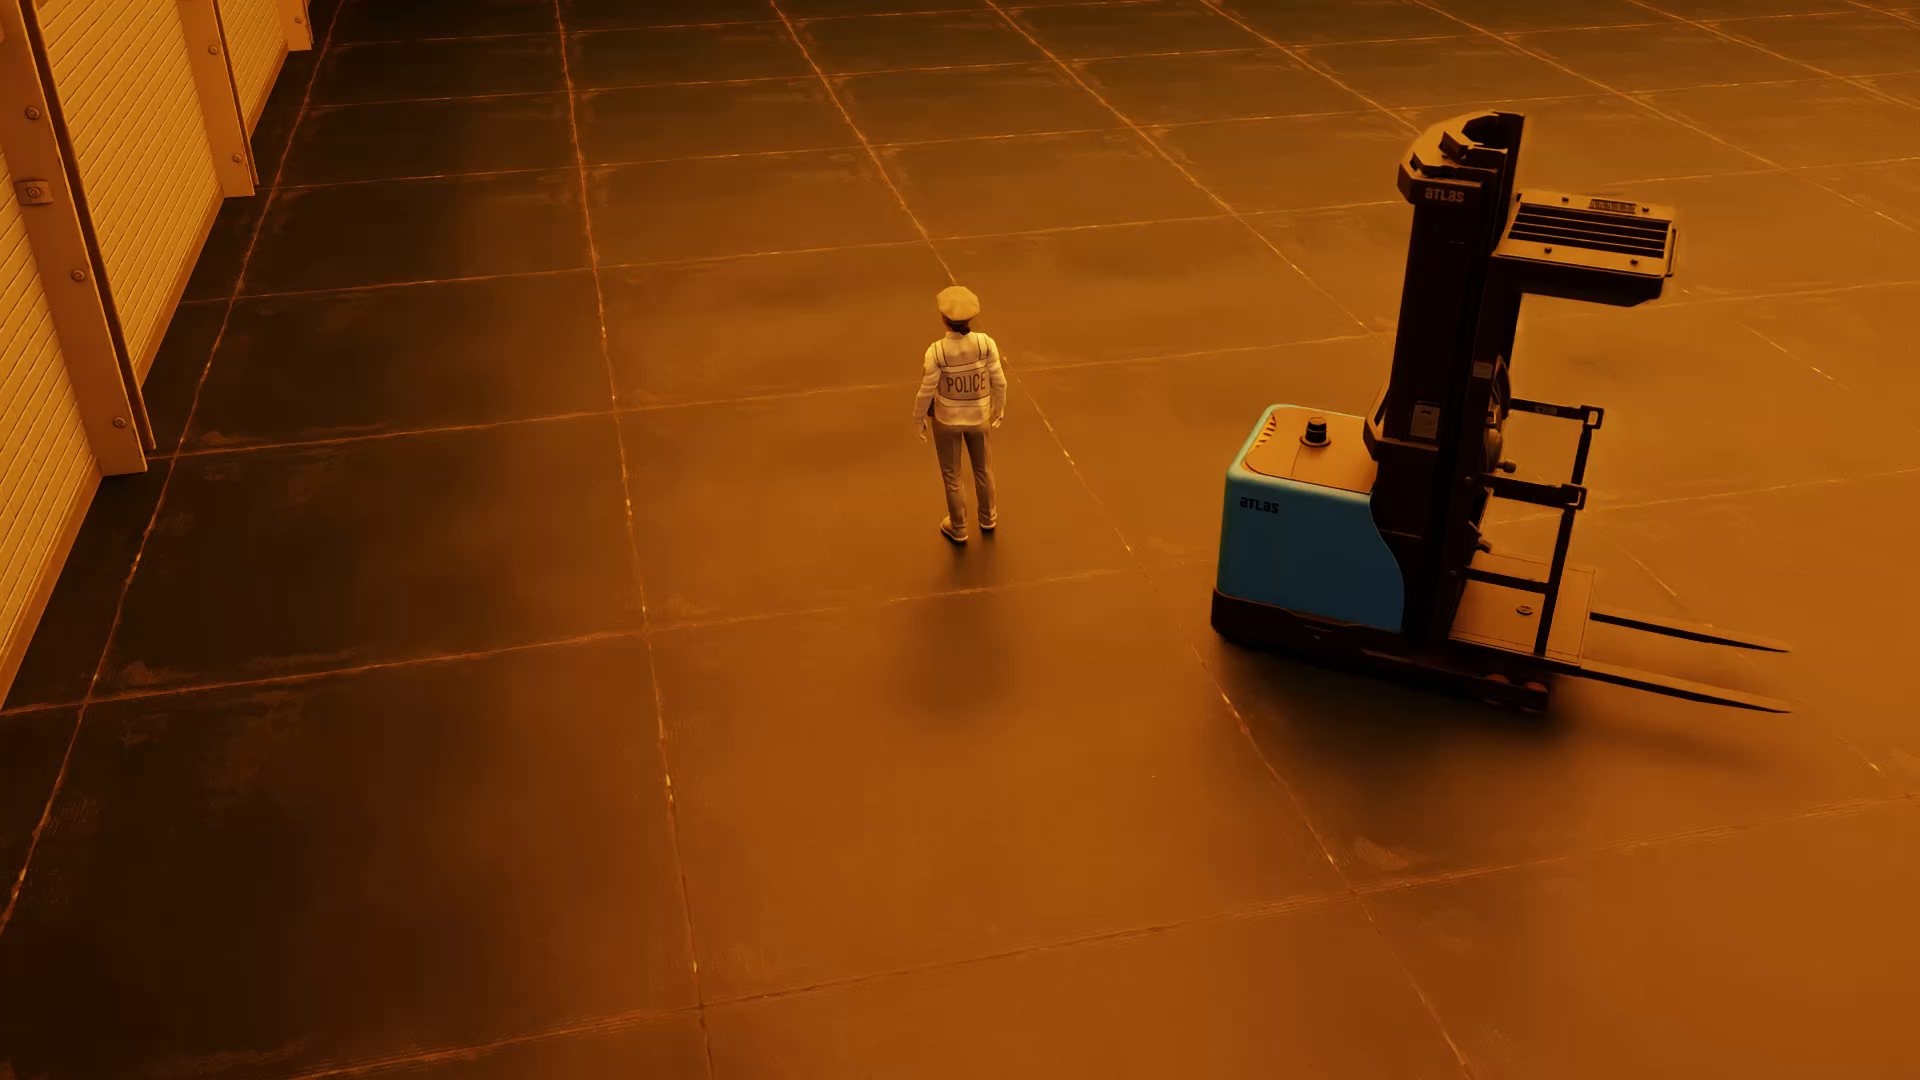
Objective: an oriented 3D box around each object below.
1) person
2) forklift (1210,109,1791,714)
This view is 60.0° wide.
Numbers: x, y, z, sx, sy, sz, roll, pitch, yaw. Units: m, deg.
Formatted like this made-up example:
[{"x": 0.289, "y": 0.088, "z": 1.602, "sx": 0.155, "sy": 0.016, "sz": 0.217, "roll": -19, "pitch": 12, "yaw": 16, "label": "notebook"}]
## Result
[{"x": -0.009, "y": -0.774, "z": 10.131, "sx": 0.587, "sy": 1.694, "sz": 0.530, "roll": -7, "pitch": 31, "yaw": -12, "label": "person"}, {"x": 3.001, "y": -0.643, "z": 8.686, "sx": 3.031, "sy": 2.935, "sz": 1.130, "roll": 12, "pitch": 32, "yaw": 20, "label": "forklift"}]
